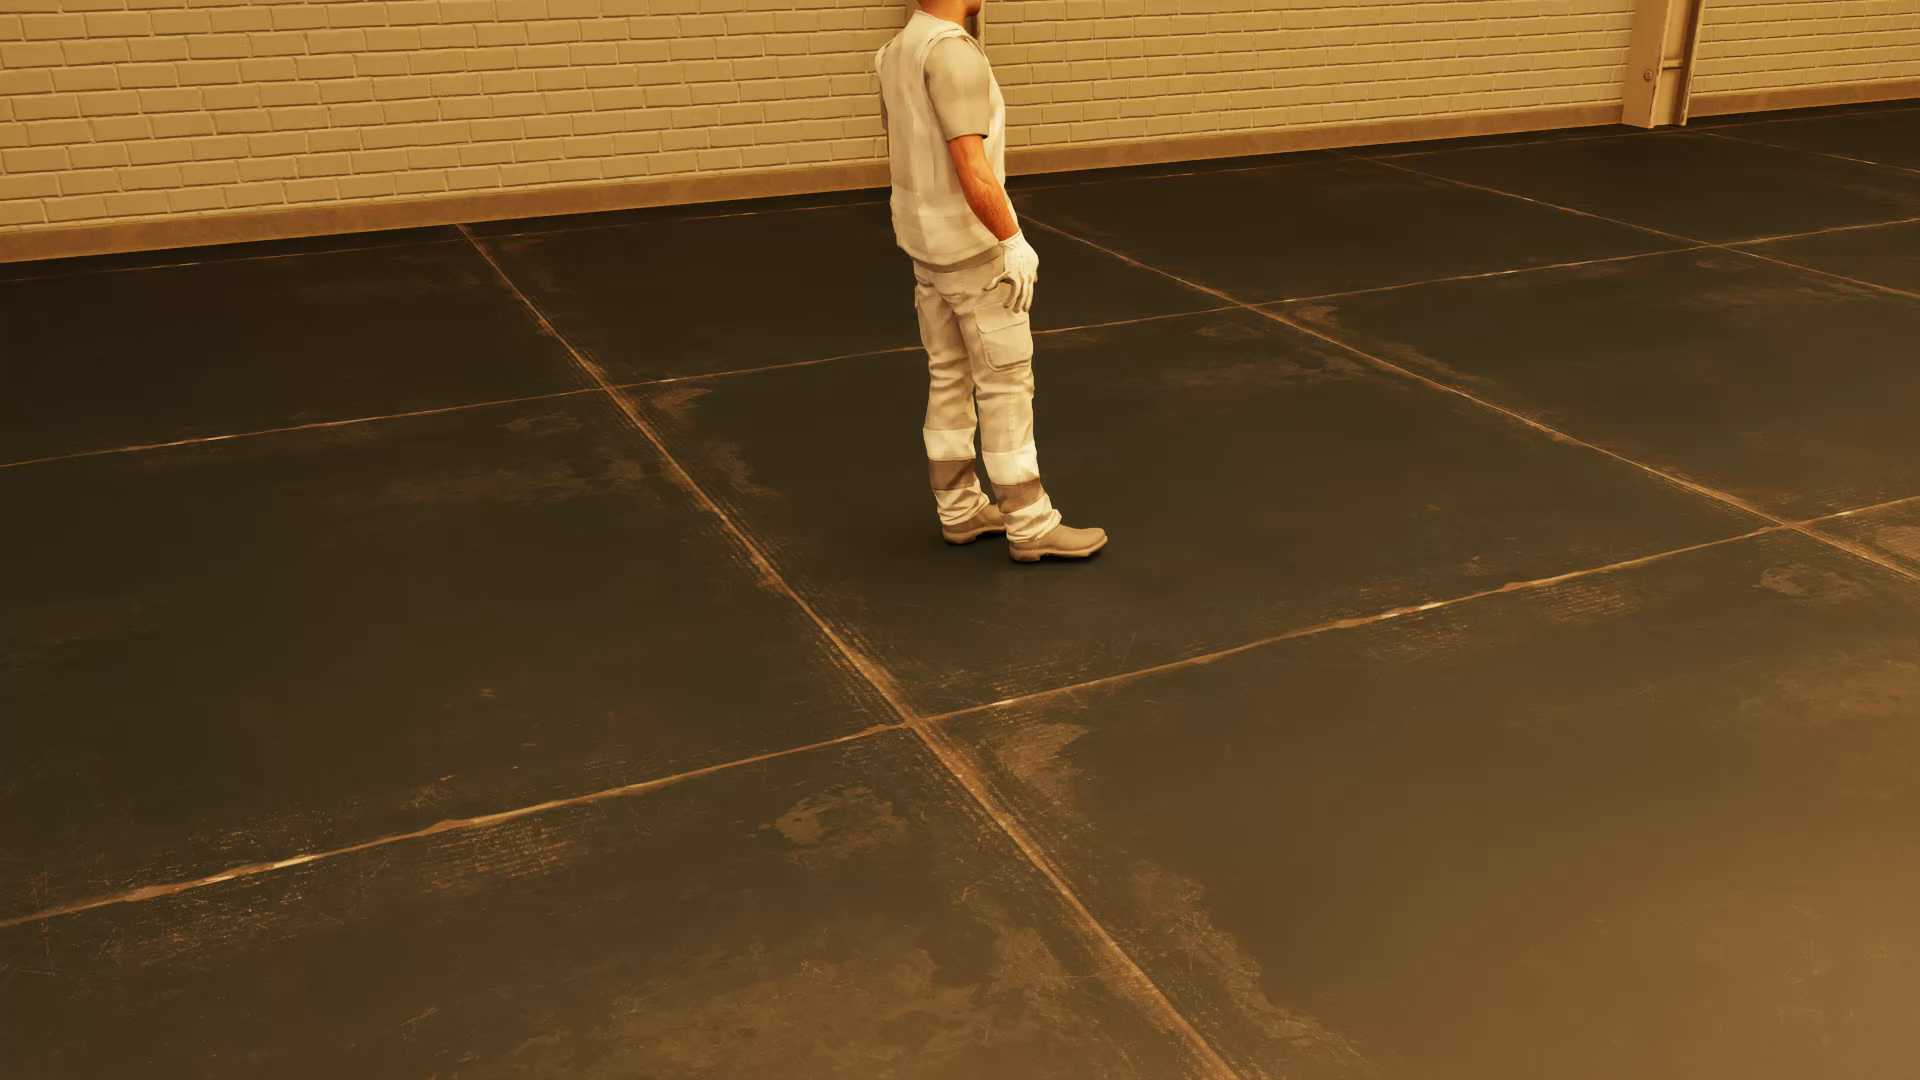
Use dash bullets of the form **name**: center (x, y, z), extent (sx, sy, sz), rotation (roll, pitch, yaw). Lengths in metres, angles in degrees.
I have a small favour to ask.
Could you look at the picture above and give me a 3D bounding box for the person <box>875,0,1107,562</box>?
- **person**: center (0.078, -0.842, 4.782), extent (0.562, 1.790, 0.637), rotation (-10, 25, -23)
